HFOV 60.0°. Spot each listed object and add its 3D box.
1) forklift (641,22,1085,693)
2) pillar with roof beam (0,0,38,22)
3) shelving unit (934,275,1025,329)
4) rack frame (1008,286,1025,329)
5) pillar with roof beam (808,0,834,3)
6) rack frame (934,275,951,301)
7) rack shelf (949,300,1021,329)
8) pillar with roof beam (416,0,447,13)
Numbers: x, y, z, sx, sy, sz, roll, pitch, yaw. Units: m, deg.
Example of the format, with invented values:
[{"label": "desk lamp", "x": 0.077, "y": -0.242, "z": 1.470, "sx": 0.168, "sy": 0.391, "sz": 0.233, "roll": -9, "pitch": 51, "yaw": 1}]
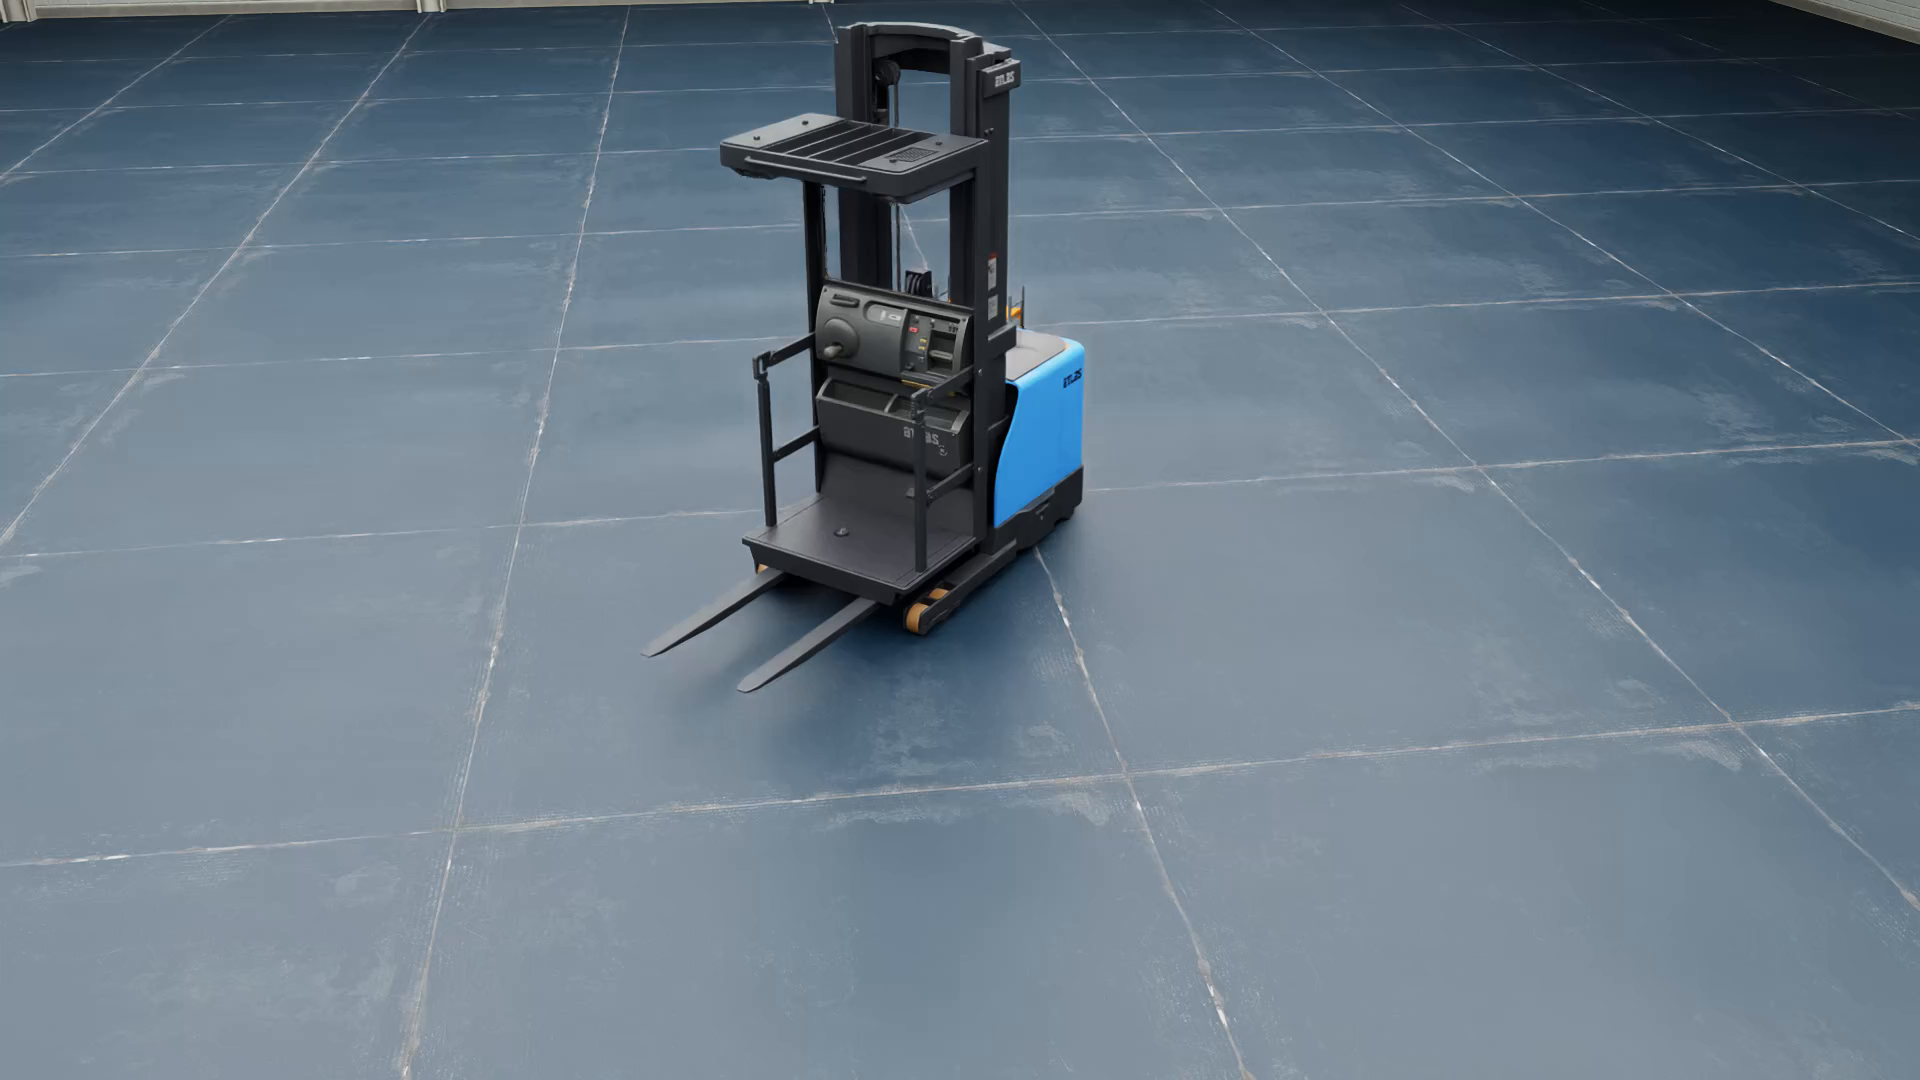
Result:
[{"label": "forklift", "x": -0.476, "y": -1.048, "z": 8.583, "sx": 1.130, "sy": 2.935, "sz": 3.031, "roll": 16, "pitch": 31, "yaw": 29}, {"label": "pillar with roof beam", "x": -13.490, "y": -9.854, "z": 19.098, "sx": 0.400, "sy": 9.000, "sz": 9.100, "roll": -4, "pitch": 27, "yaw": -7}, {"label": "shelving unit", "x": 0.111, "y": -1.008, "z": 10.389, "sx": 0.503, "sy": 1.200, "sz": 0.258, "roll": 11, "pitch": 27, "yaw": 21}, {"label": "rack frame", "x": 0.334, "y": -0.963, "z": 10.302, "sx": 0.015, "sy": 1.200, "sz": 0.240, "roll": 11, "pitch": 27, "yaw": 21}, {"label": "pillar with roof beam", "x": -1.607, "y": -10.617, "z": 20.585, "sx": 0.400, "sy": 9.000, "sz": 9.100, "roll": -4, "pitch": 27, "yaw": -7}, {"label": "rack frame", "x": -0.113, "y": -1.052, "z": 10.476, "sx": 0.015, "sy": 1.200, "sz": 0.240, "roll": 11, "pitch": 27, "yaw": 21}, {"label": "rack shelf", "x": 0.117, "y": -1.363, "z": 10.221, "sx": 0.480, "sy": 0.148, "sz": 0.258, "roll": 11, "pitch": 27, "yaw": 21}, {"label": "pillar with roof beam", "x": -7.548, "y": -10.236, "z": 19.842, "sx": 0.400, "sy": 9.000, "sz": 9.100, "roll": -4, "pitch": 27, "yaw": -7}]
